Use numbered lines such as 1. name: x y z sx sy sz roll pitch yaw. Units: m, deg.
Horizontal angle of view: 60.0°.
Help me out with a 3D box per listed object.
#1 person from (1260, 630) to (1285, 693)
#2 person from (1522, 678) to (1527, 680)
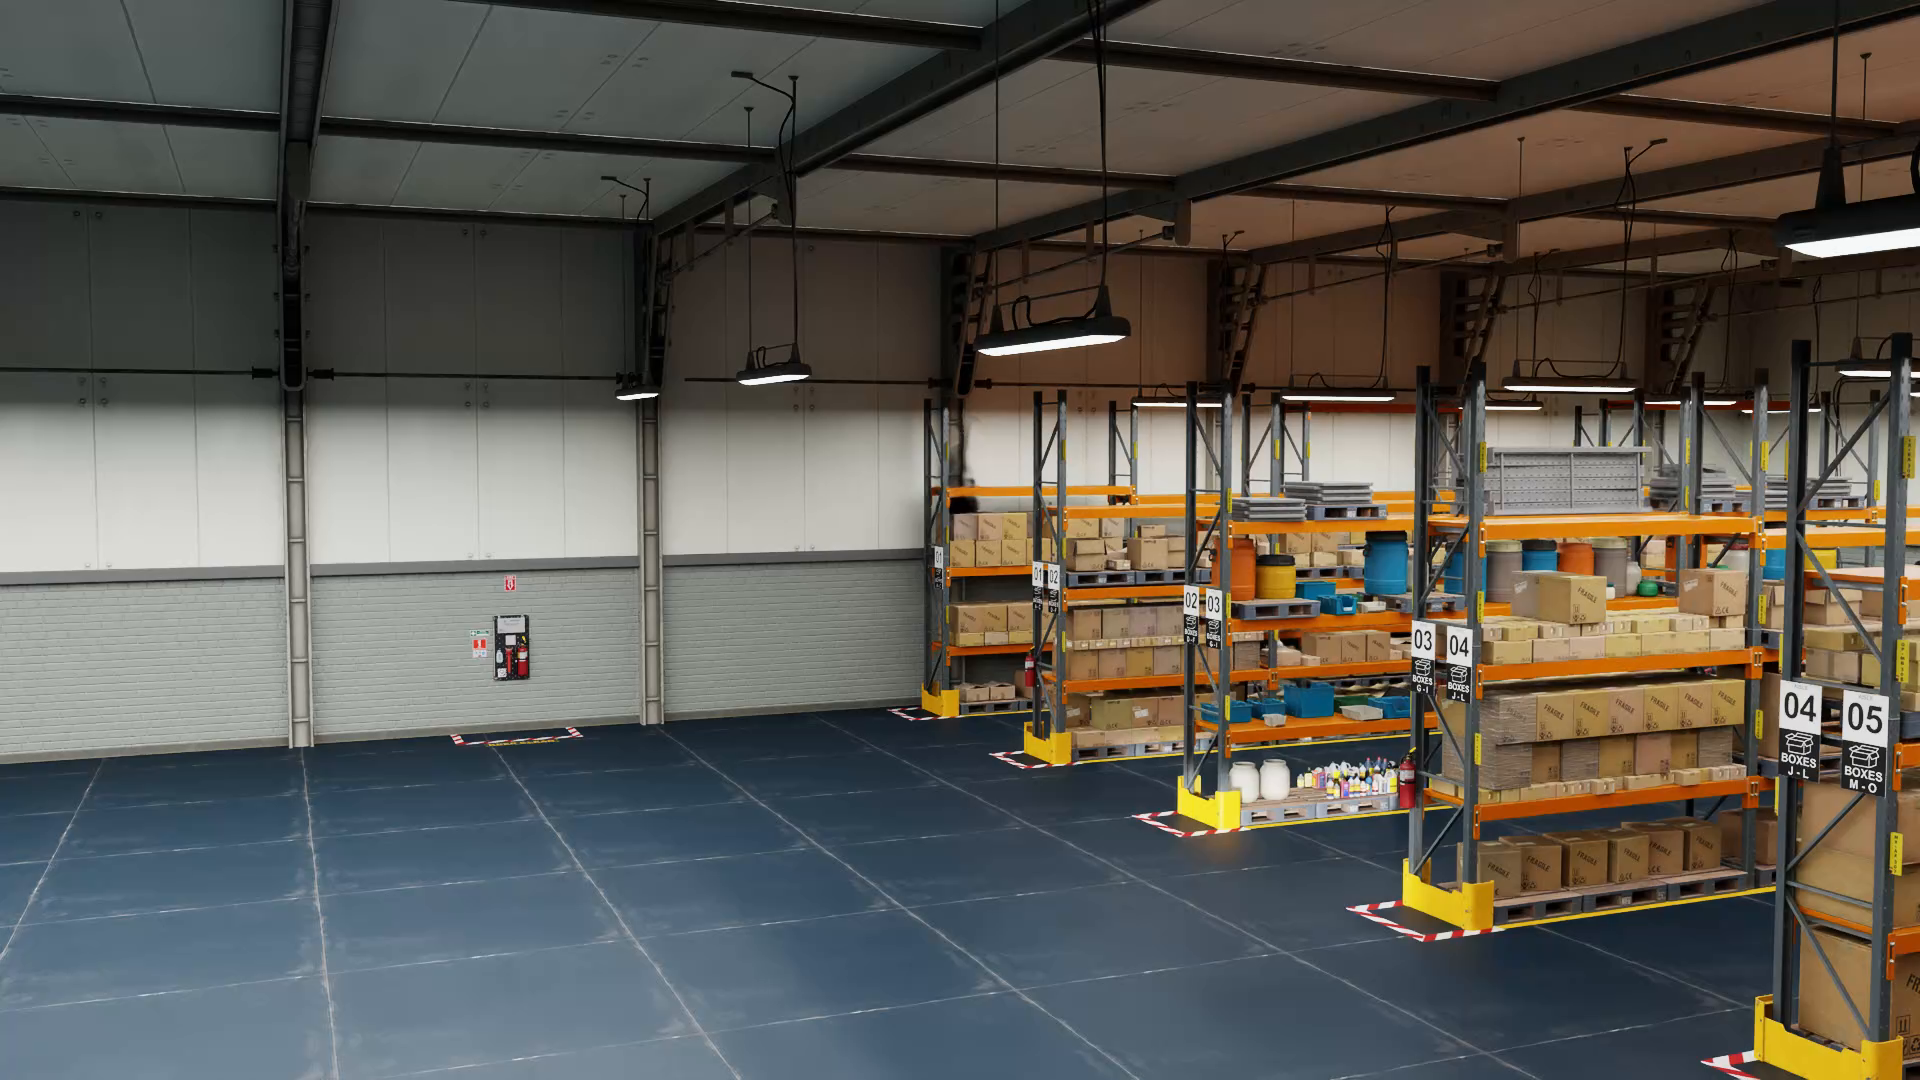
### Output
1. person: 6.052 2.474 32.051 0.572 1.630 0.565 -2 4 -28
2. person: 8.979 2.741 27.082 0.578 1.688 0.665 -1 4 -20
